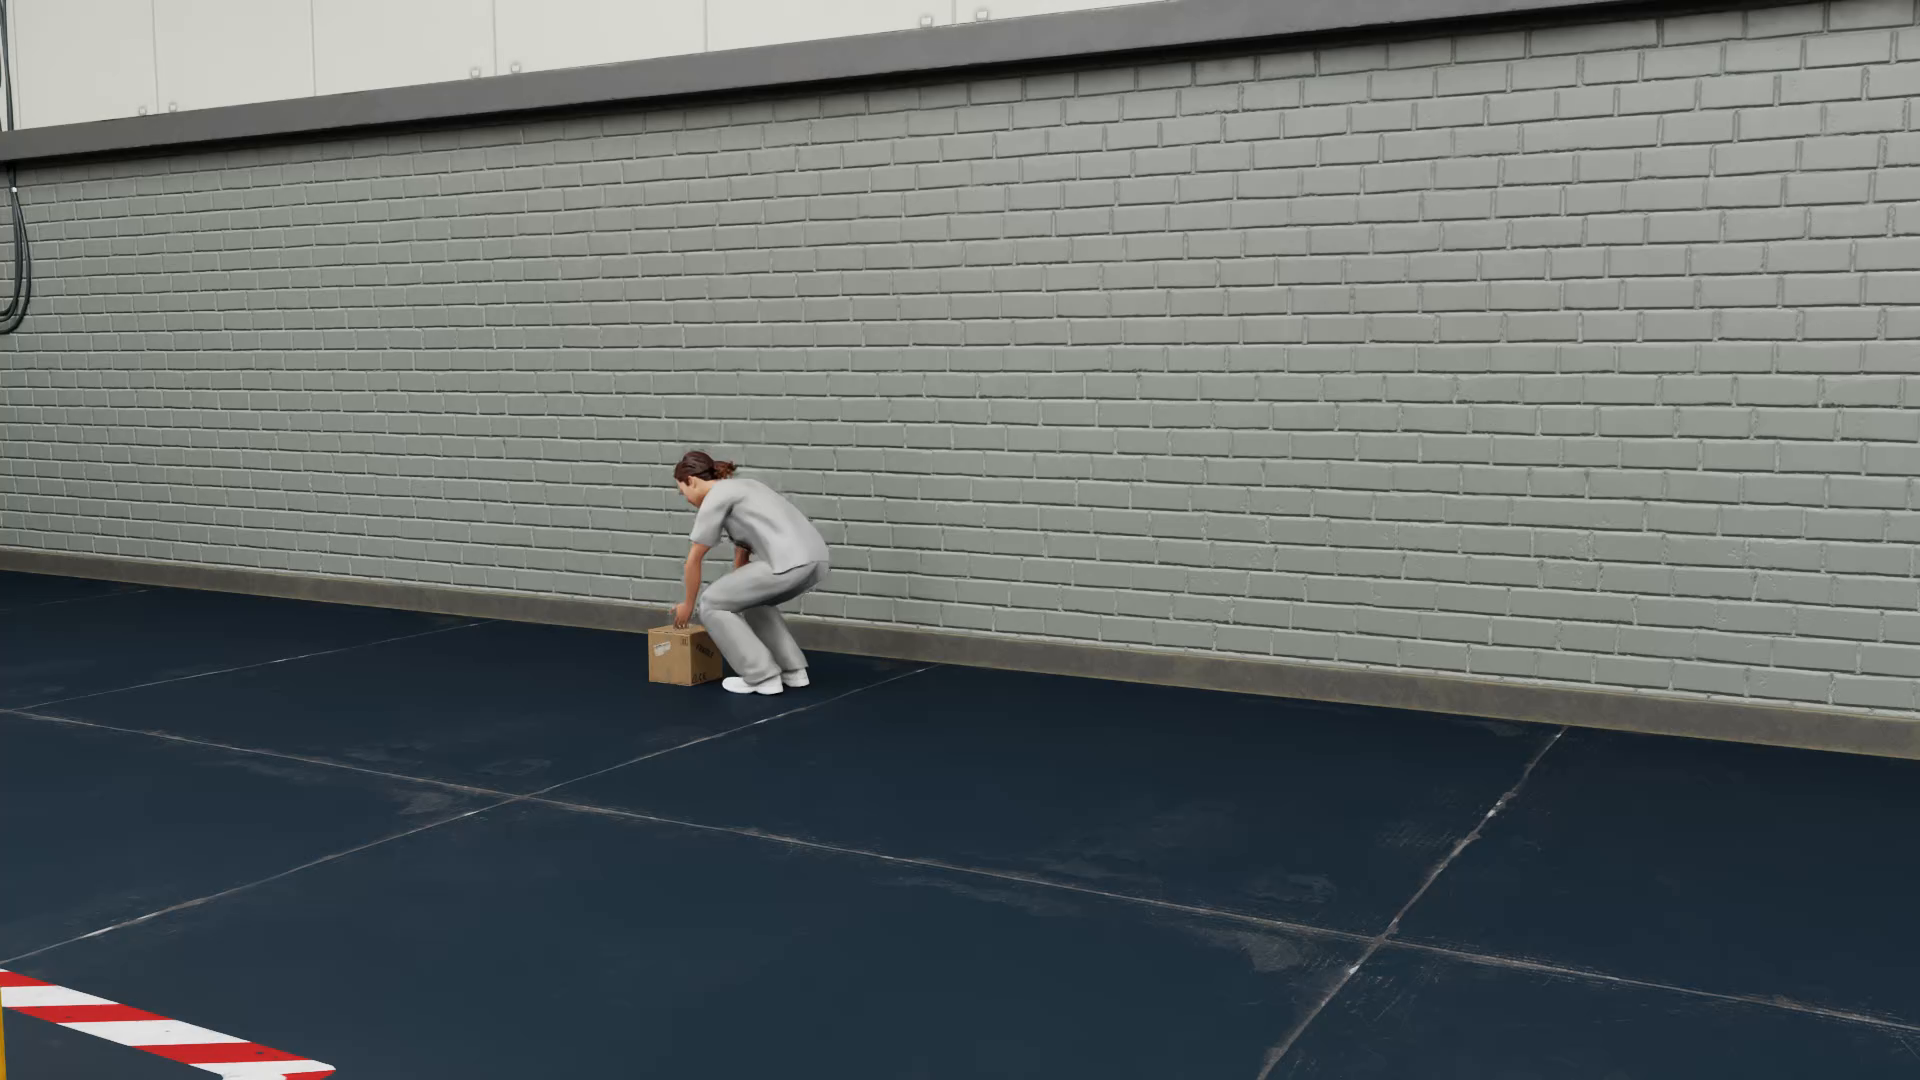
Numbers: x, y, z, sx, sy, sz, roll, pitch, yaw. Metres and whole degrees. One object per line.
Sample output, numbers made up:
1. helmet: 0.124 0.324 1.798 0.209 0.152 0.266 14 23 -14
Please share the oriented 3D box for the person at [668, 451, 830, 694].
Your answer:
1. person: -0.986 0.145 7.706 0.757 1.102 0.495 3 7 28
